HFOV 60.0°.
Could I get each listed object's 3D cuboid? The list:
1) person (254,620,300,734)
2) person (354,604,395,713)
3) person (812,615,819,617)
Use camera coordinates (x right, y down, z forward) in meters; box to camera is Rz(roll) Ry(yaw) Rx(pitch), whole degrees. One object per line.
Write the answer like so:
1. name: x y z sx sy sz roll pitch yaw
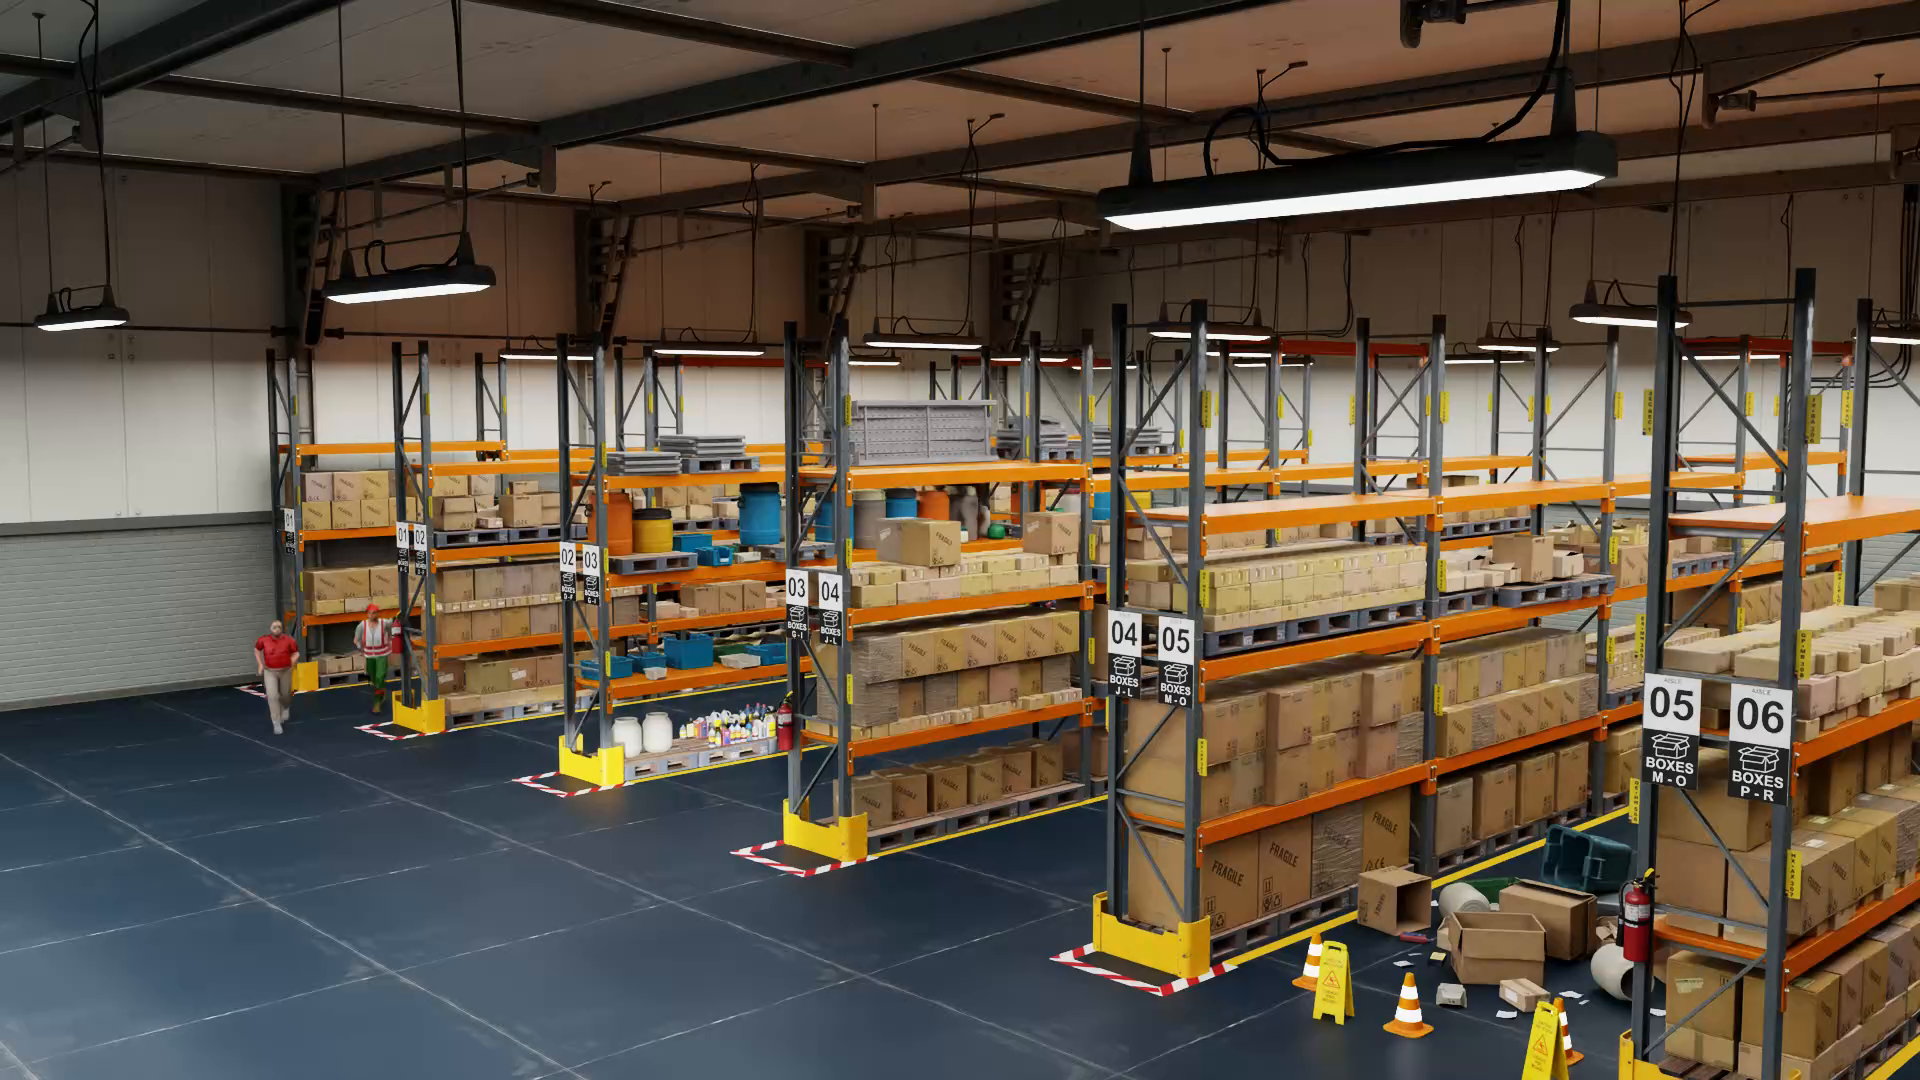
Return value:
1. person: -10.595 2.087 25.822 0.646 1.729 0.952 -2 5 -24
2. person: -9.579 1.899 27.315 0.641 1.757 1.048 0 5 -4
3. person: -2.849 1.349 33.897 0.676 1.756 0.925 3 6 28
